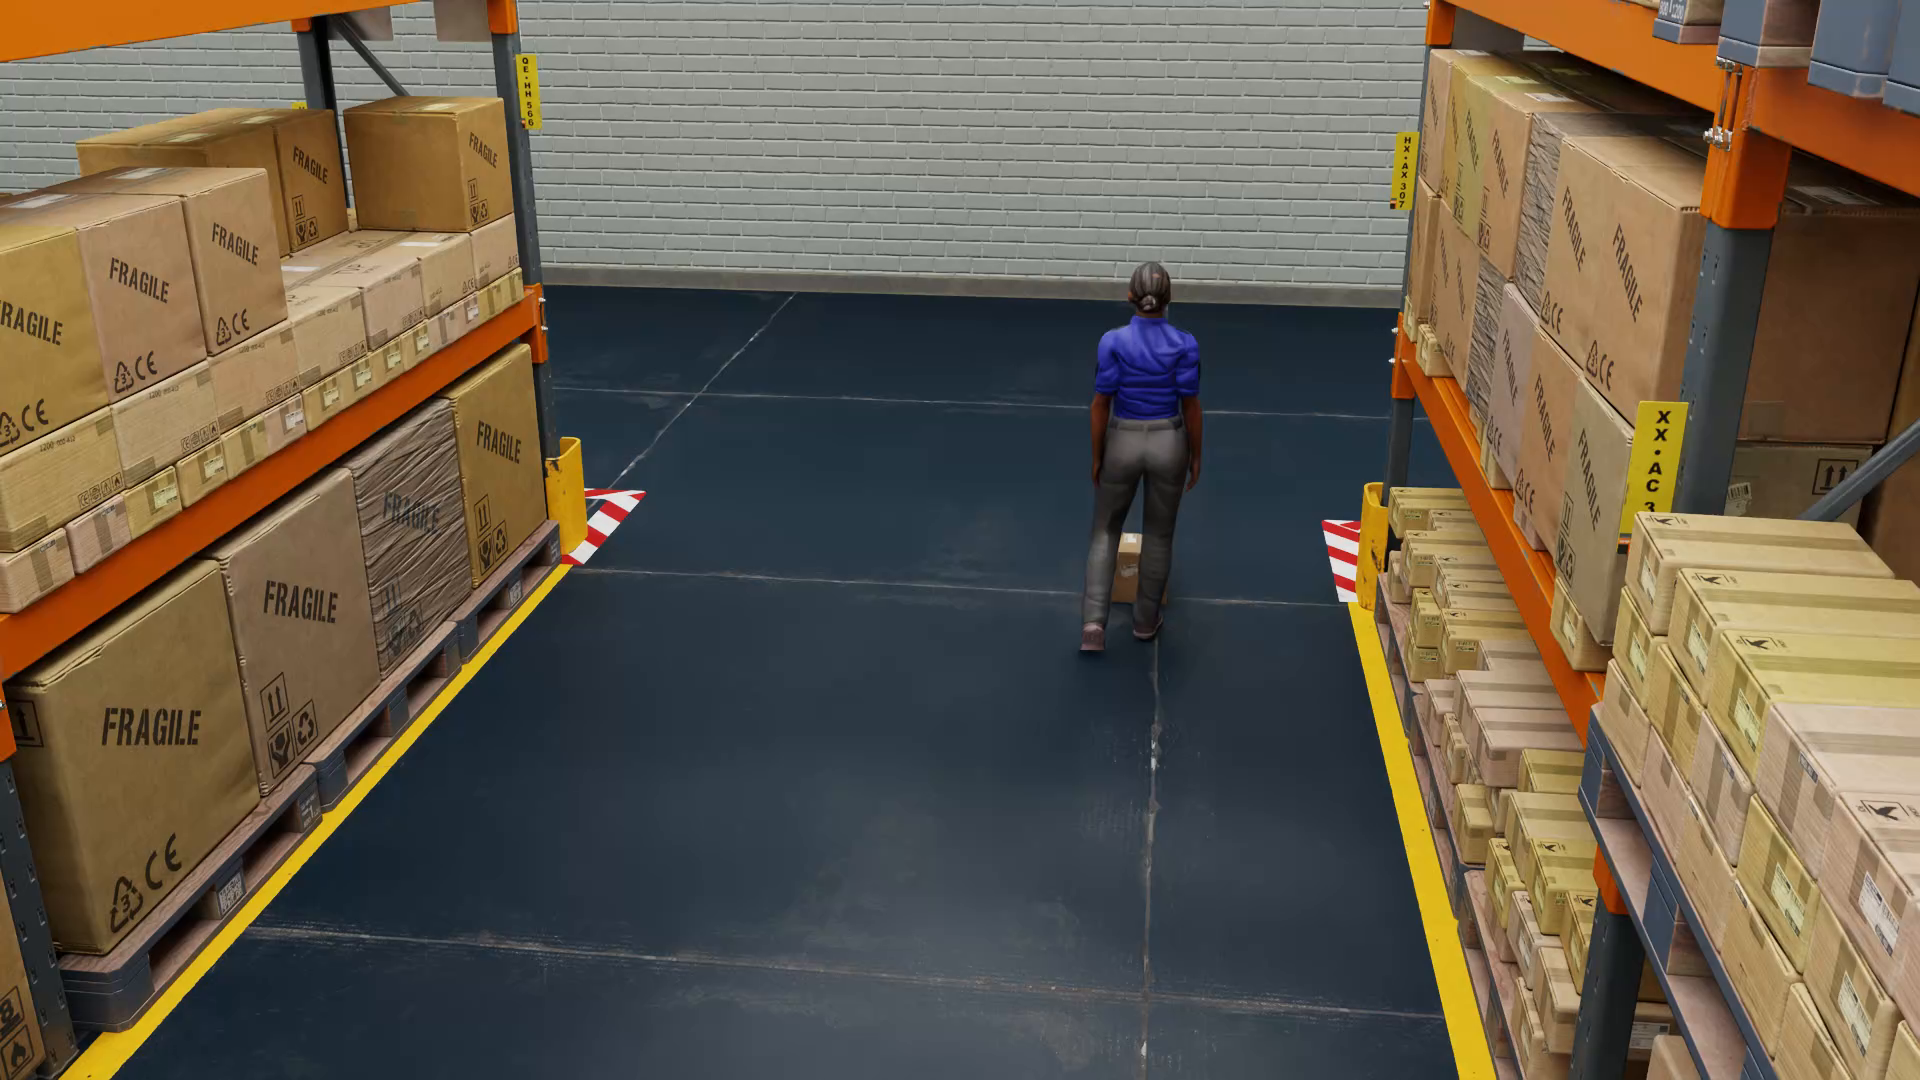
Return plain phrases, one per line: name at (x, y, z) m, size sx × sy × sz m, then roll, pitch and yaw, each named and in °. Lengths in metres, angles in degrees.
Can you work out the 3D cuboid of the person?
person at (0.751, -0.285, 7.021) m, size 0.480 × 1.526 × 0.492 m, roll 3°, pitch 21°, yaw 7°
